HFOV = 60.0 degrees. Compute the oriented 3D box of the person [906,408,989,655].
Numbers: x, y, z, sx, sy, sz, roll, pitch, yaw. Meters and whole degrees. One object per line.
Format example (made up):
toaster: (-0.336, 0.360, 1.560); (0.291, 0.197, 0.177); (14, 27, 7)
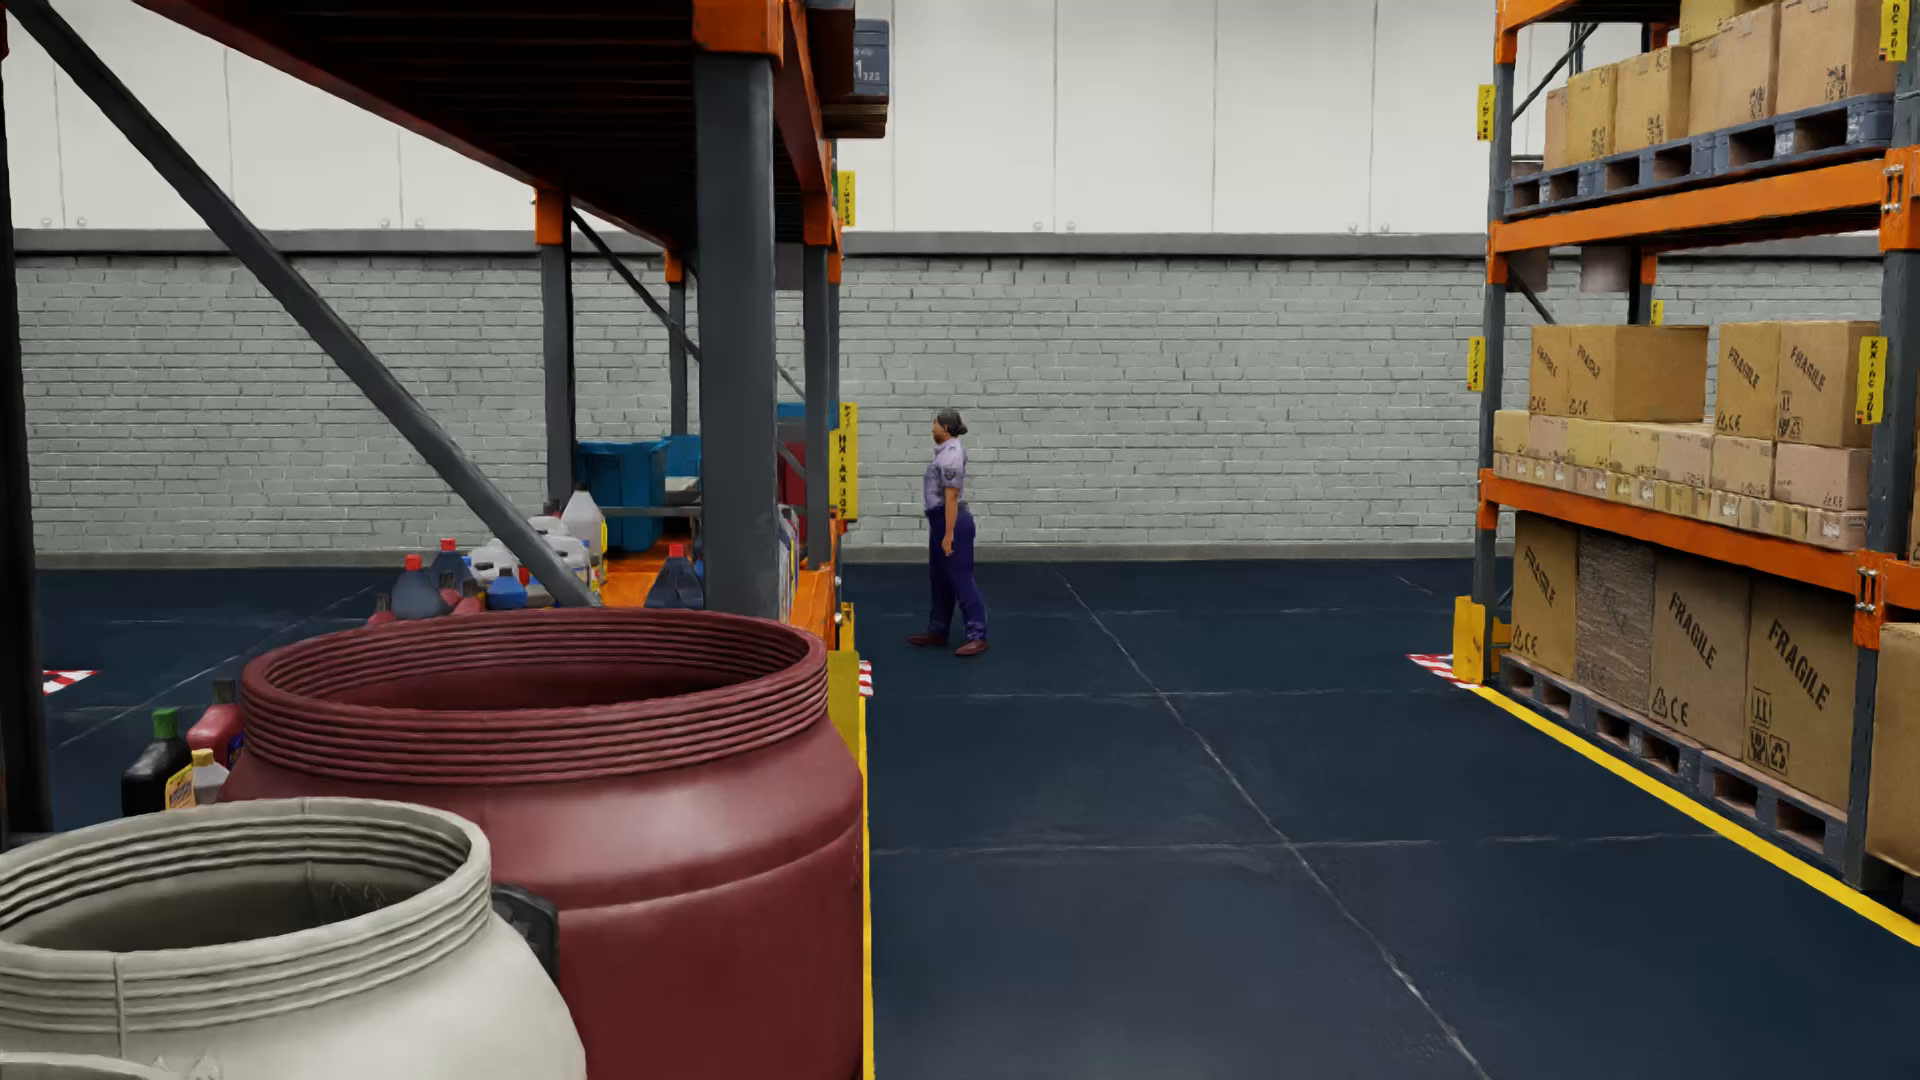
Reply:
person: (-0.089, -0.078, 11.330); (0.571, 1.636, 0.671); (0, 7, -1)
